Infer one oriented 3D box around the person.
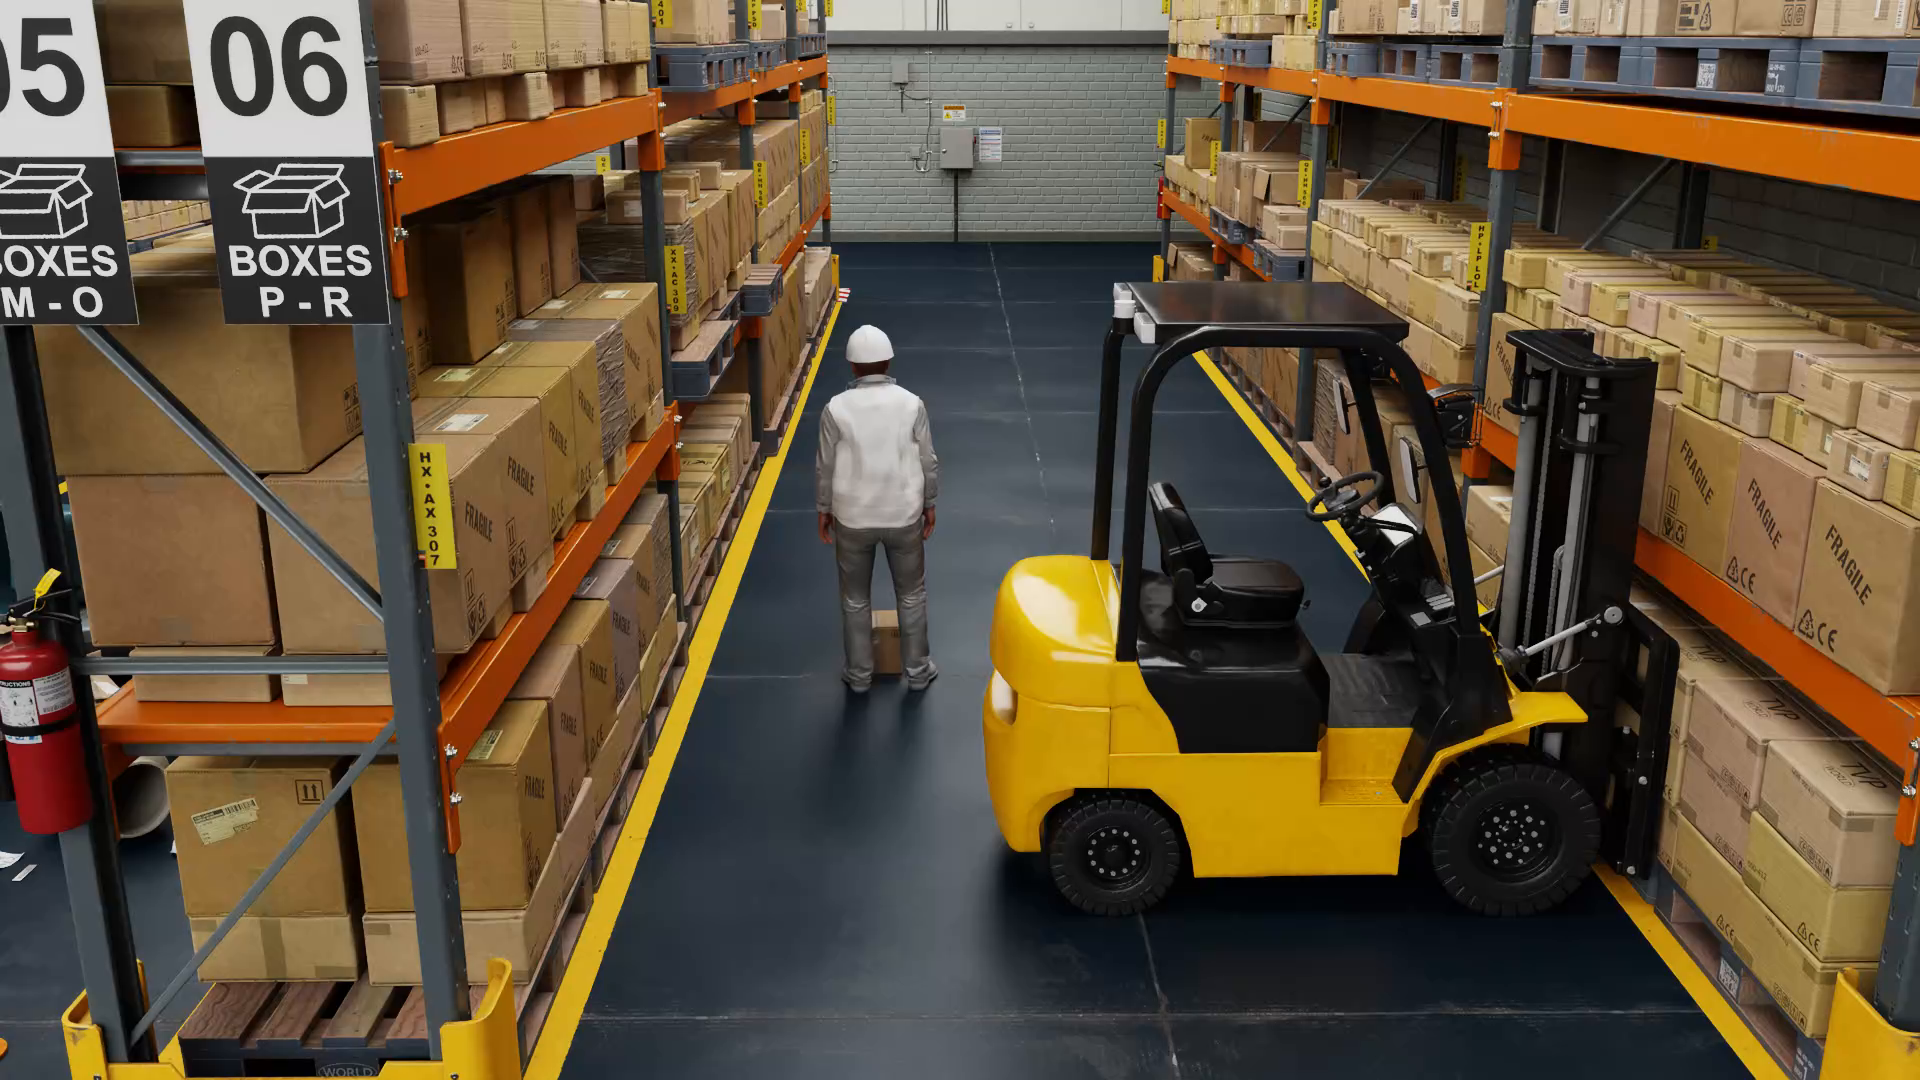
[{"bbox_3d":[-0.394,-0.135,7.940,0.595,1.772,0.459,-2,17,-7],"label":"person"}]
